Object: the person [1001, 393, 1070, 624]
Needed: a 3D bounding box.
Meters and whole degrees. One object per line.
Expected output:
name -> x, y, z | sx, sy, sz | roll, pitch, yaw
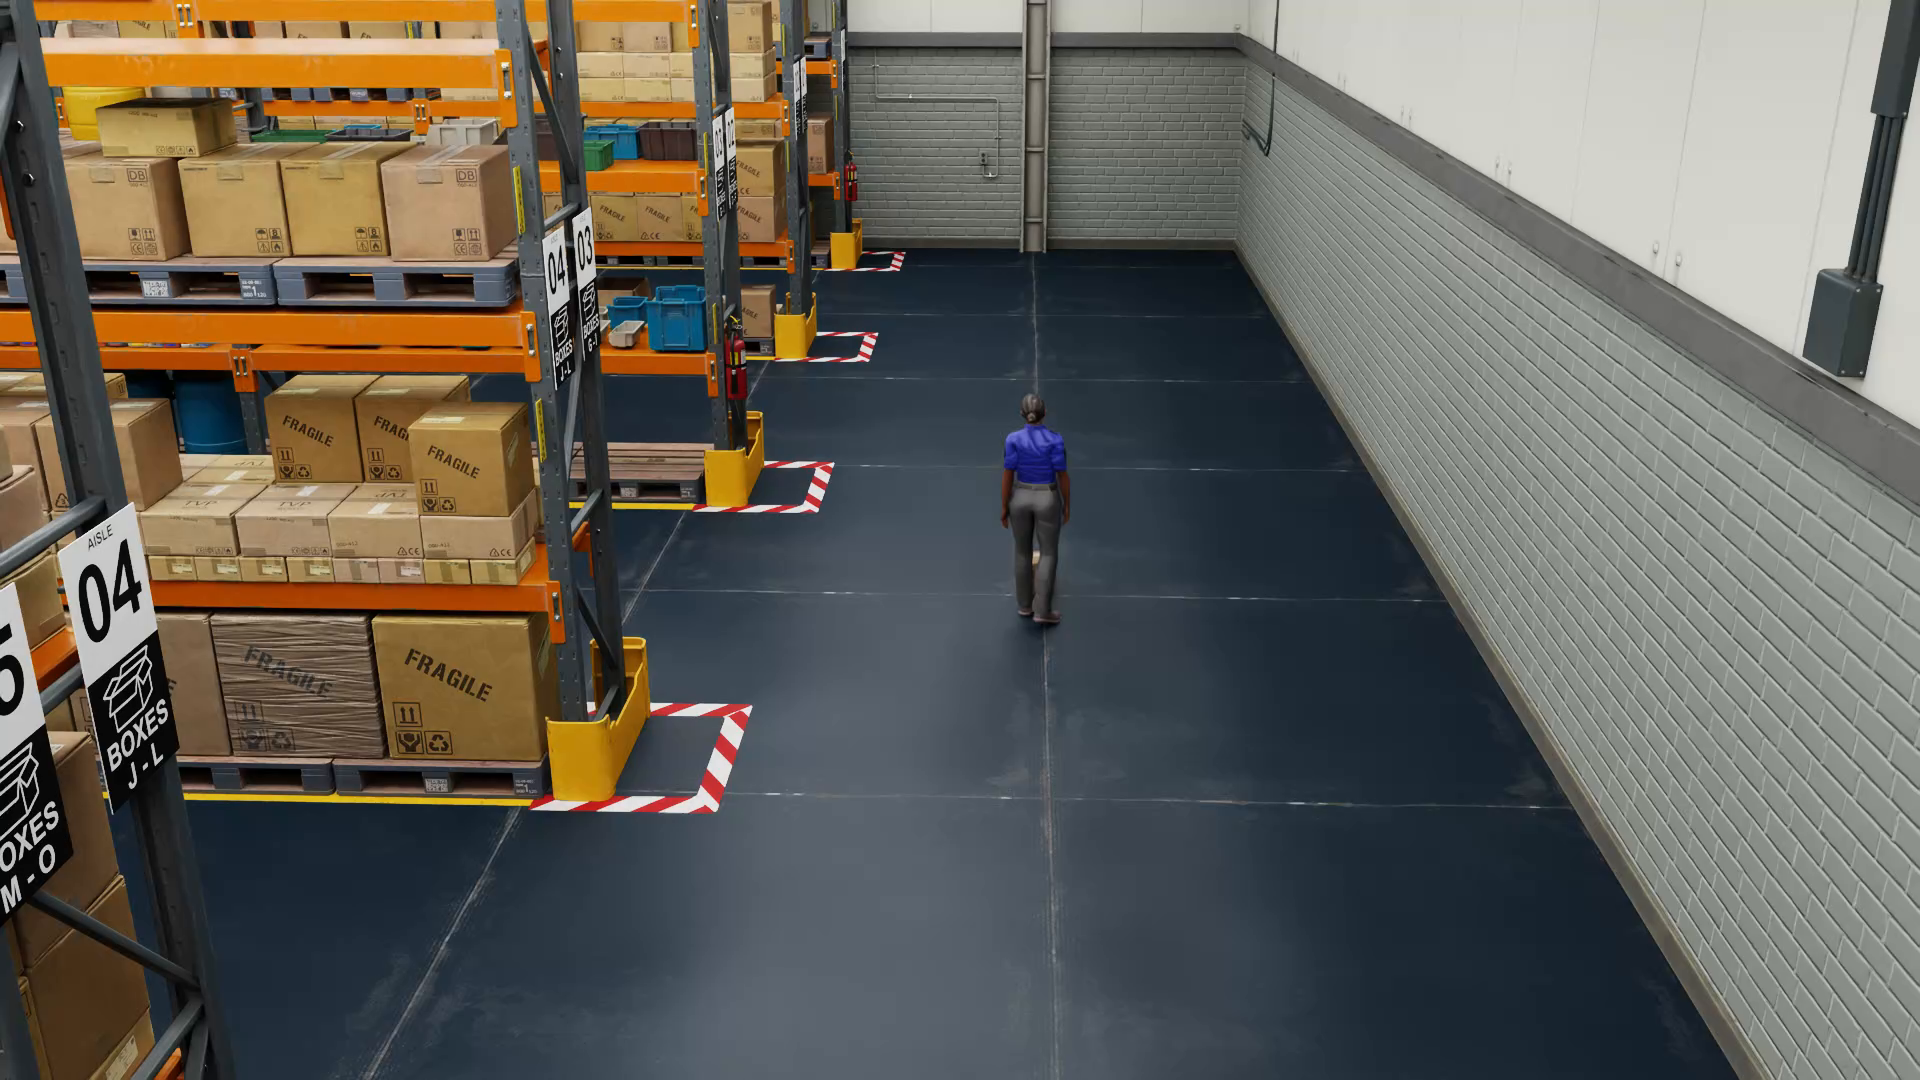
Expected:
person -> 0.529, -0.228, 11.665 | 0.474, 1.666, 0.490 | 4, 21, 10
